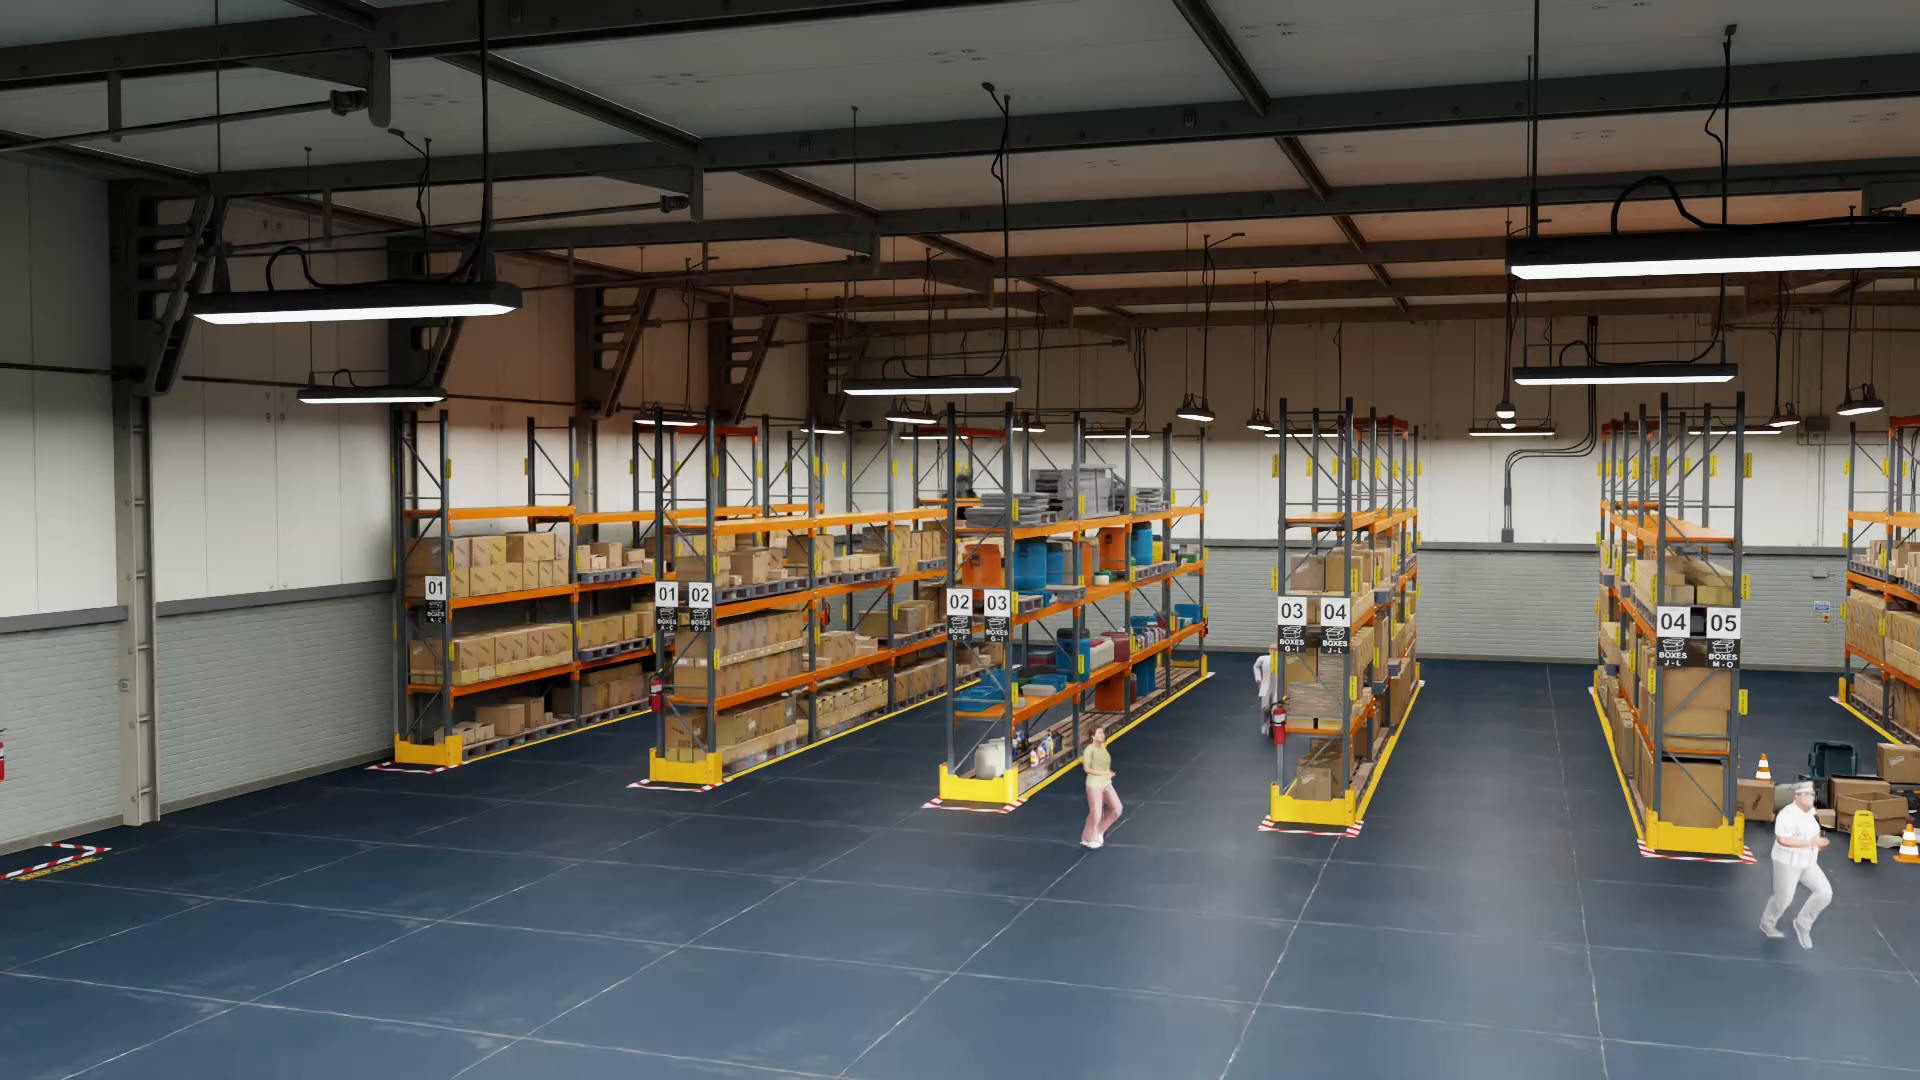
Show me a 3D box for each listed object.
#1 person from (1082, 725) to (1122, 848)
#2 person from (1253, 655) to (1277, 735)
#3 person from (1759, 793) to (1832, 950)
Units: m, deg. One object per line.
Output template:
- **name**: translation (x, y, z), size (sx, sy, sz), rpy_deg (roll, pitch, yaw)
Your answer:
- **person**: translation (1.835, 3.235, 21.826), size (0.552, 1.632, 0.589), rpy_deg (-2, 3, -44)
- **person**: translation (5.826, 2.892, 31.041), size (0.706, 1.539, 0.648), rpy_deg (1, 2, 12)
- **person**: translation (8.744, 3.404, 17.384), size (0.692, 1.733, 0.839), rpy_deg (-1, 3, -25)
